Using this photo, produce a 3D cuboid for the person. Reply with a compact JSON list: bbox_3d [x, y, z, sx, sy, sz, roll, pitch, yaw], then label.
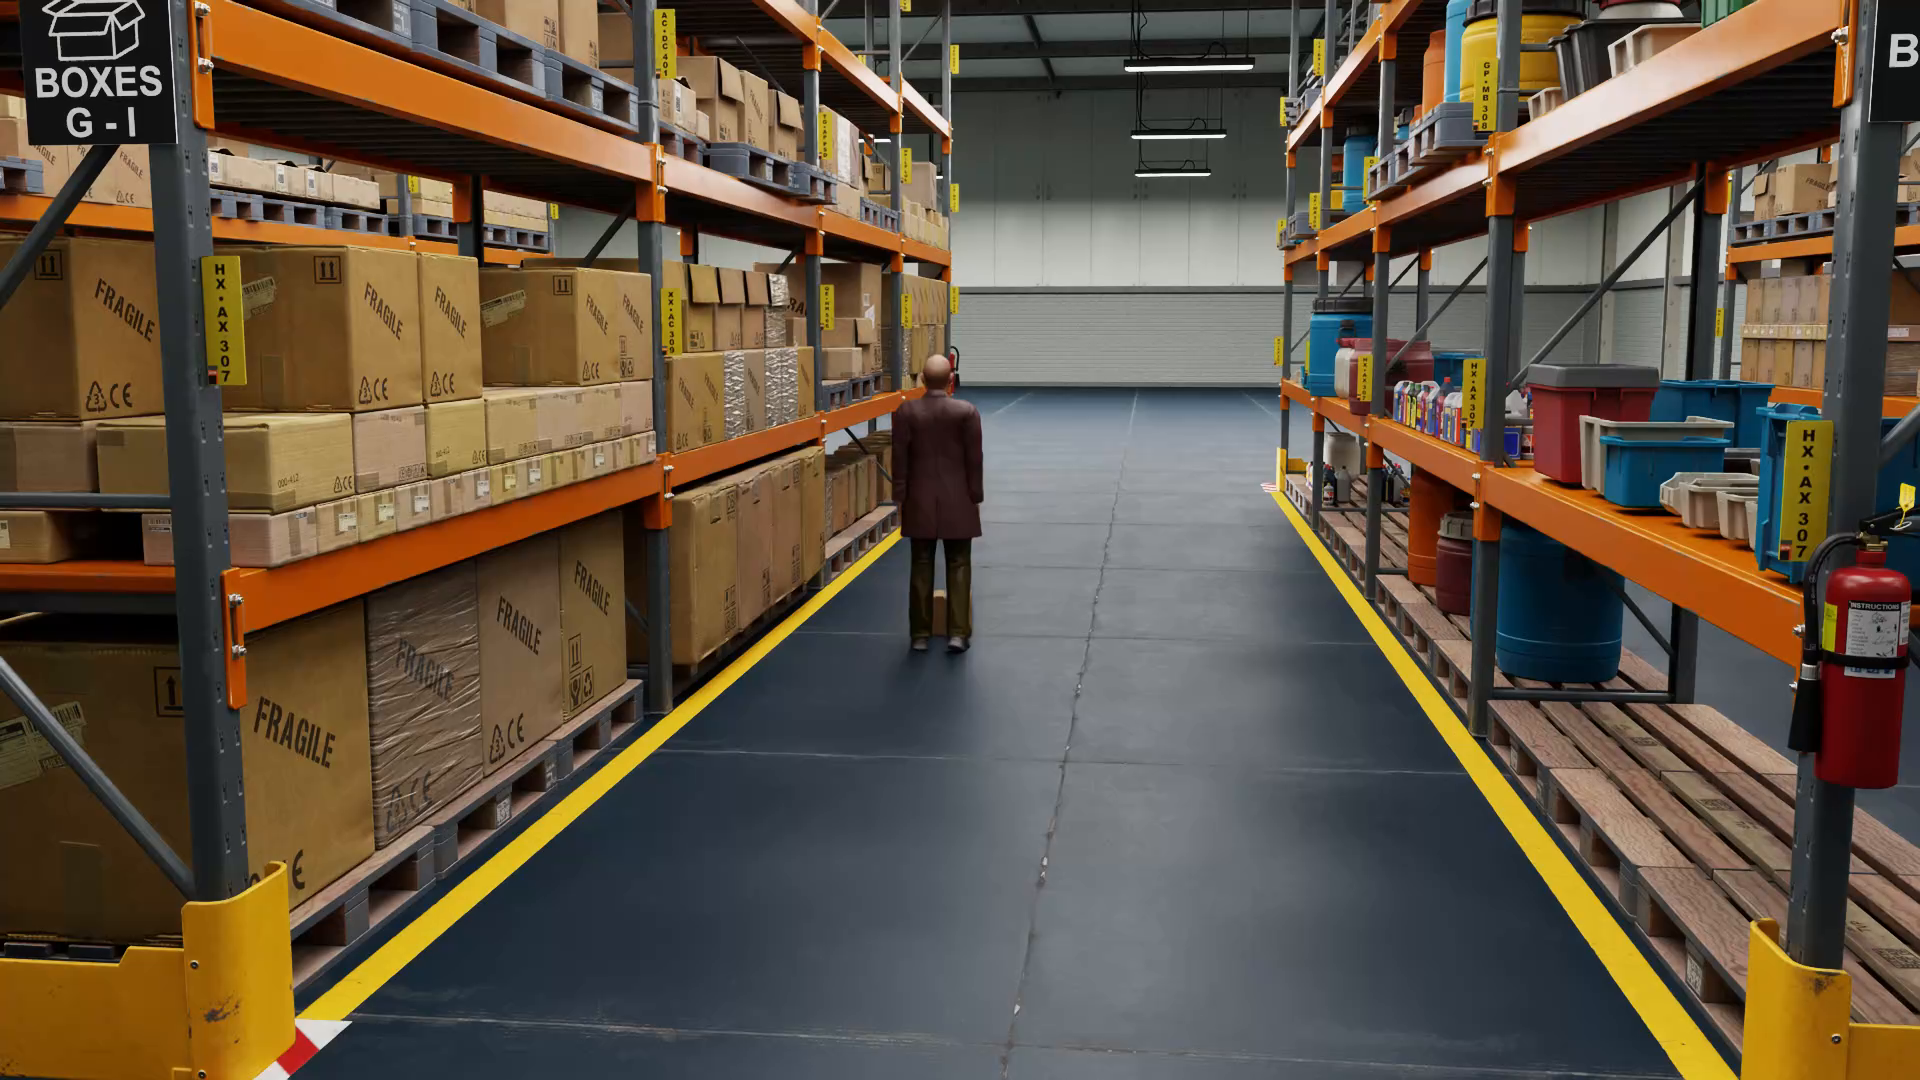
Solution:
[{"bbox_3d":[-0.138,-0.205,10.067,0.562,1.818,0.413,1,8,8],"label":"person"}]
